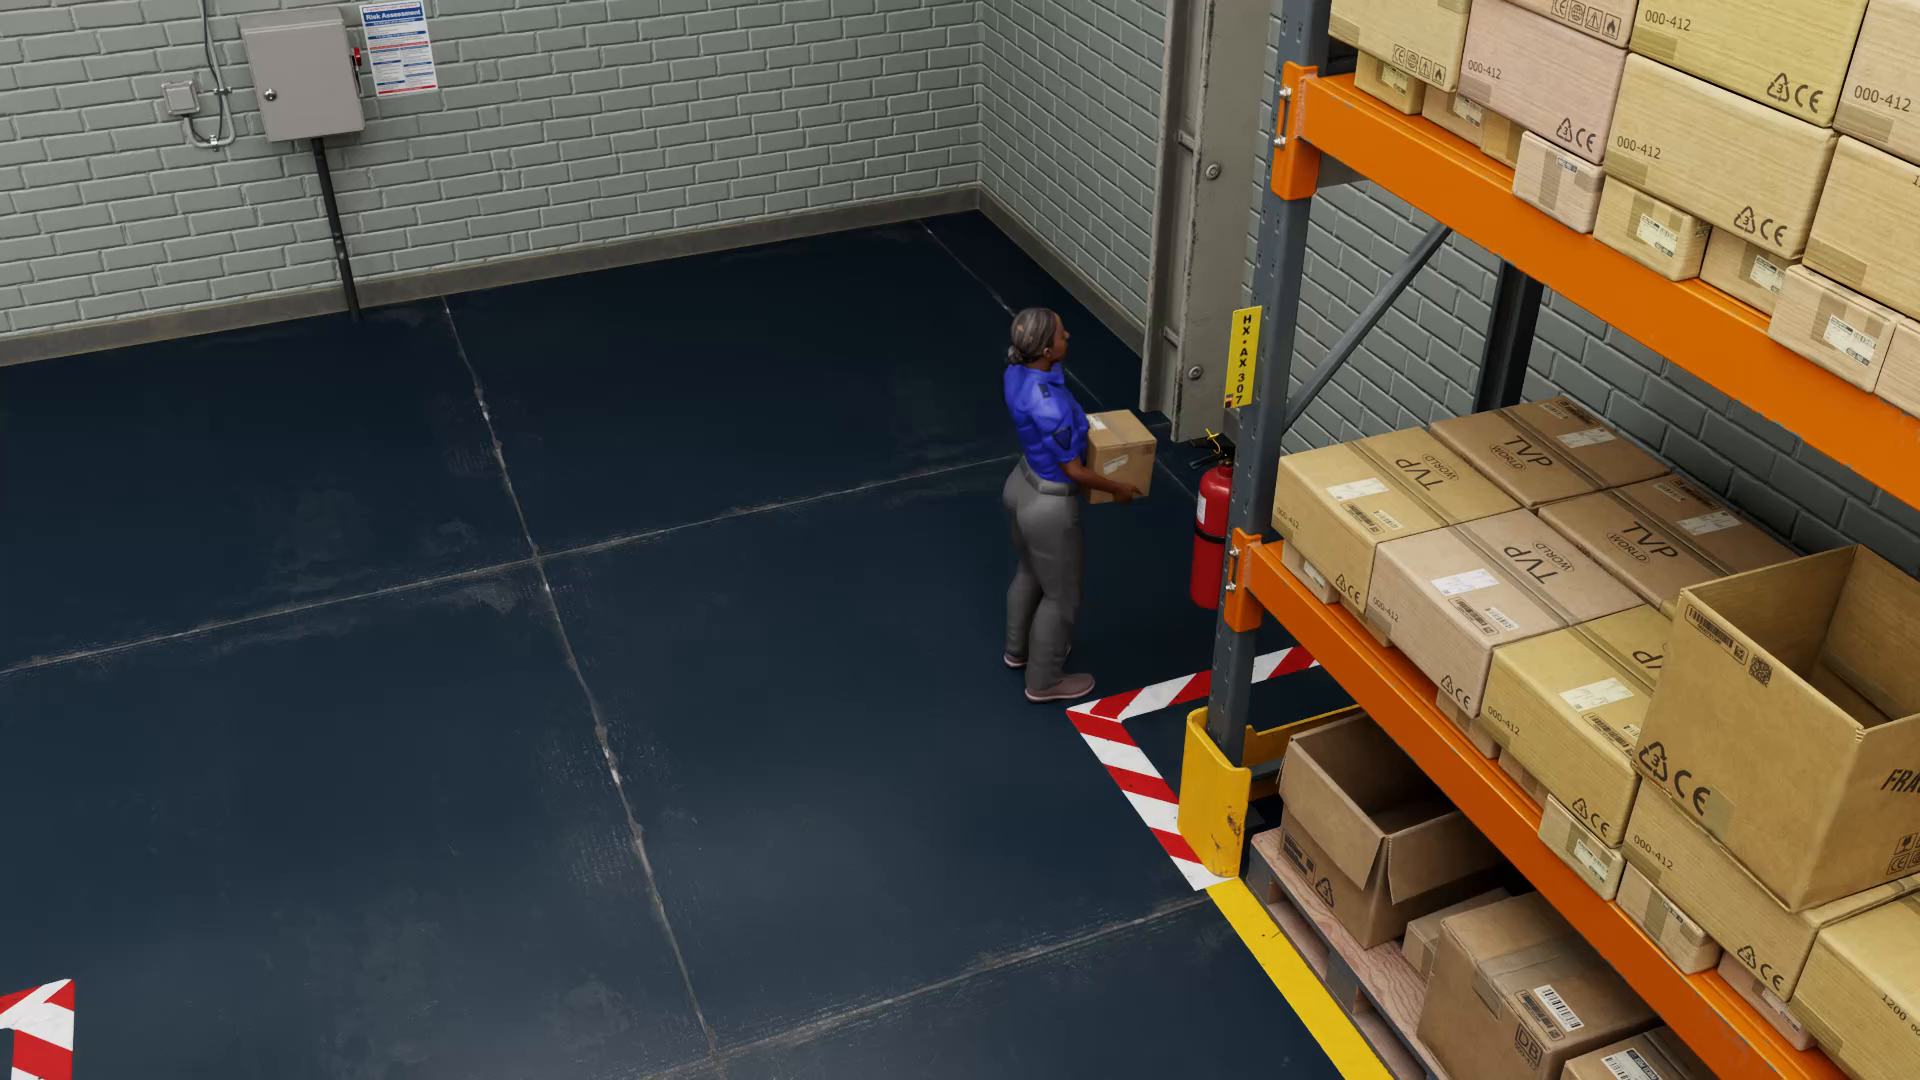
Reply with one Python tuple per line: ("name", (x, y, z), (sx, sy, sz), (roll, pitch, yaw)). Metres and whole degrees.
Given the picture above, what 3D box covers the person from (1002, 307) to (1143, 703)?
("person", (0.408, -0.147, 6.369), (0.511, 1.652, 0.454), (-10, 35, -15))
